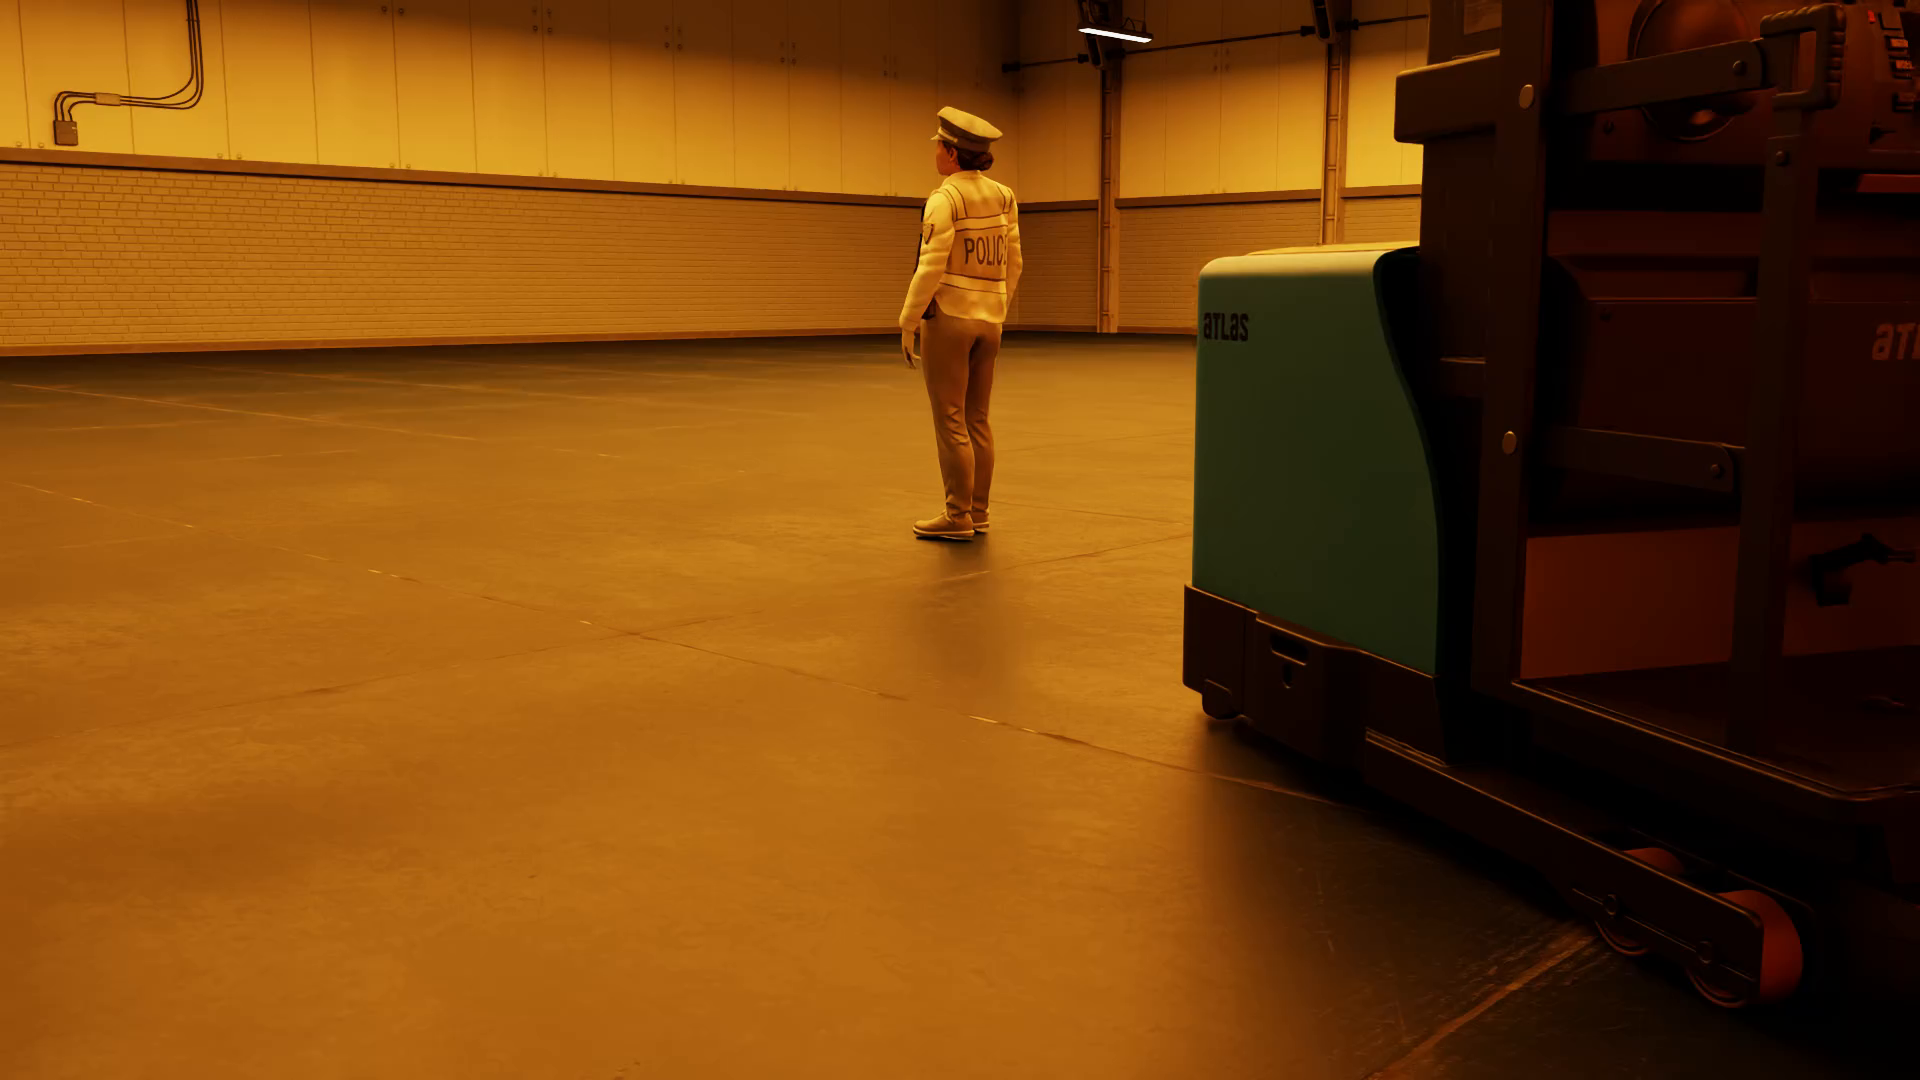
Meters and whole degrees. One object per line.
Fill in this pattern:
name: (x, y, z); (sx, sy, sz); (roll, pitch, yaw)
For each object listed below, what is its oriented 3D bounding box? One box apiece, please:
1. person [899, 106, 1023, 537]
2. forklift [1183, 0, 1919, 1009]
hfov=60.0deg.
person: (-0.045, -0.853, 6.643); (0.530, 1.694, 0.586); (8, 12, 43)
forklift: (1.486, -0.857, 2.567); (1.130, 2.935, 3.031); (-3, 9, -19)
